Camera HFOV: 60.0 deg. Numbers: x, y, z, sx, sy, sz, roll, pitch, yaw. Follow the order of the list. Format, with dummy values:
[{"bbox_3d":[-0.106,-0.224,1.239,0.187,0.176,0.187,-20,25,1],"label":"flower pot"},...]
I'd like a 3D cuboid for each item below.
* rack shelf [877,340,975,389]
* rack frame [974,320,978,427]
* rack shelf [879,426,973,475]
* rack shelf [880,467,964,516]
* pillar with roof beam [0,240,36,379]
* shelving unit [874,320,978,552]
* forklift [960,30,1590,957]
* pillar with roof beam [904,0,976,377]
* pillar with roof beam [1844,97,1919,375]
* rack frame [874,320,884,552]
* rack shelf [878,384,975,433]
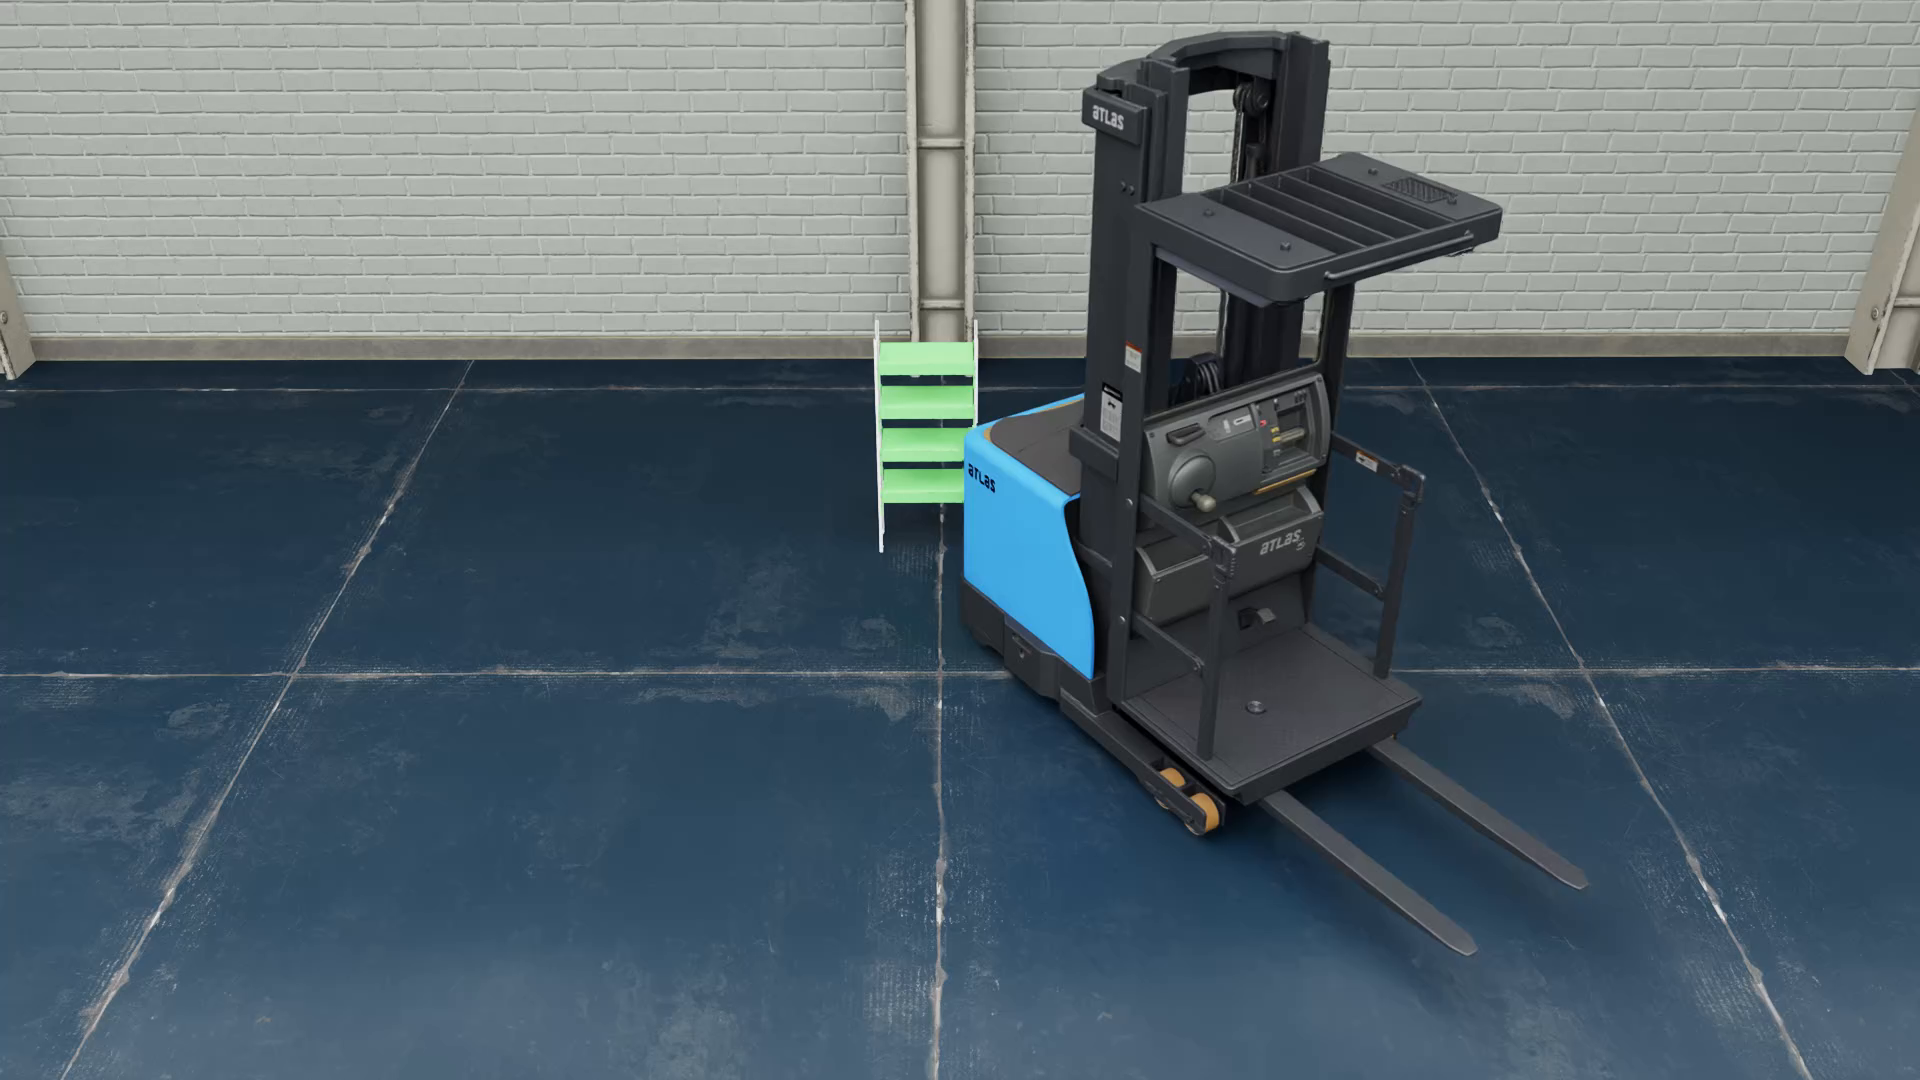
[{"bbox_3d":[-0.166,-0.868,8.222,0.480,0.148,0.258,0,31,0],"label":"rack shelf"},{"bbox_3d":[0.078,-0.513,8.439,0.015,1.200,0.240,0,31,0],"label":"rack frame"},{"bbox_3d":[-0.166,-0.458,8.471,0.480,0.148,0.258,0,31,0],"label":"rack shelf"},{"bbox_3d":[-0.166,-0.253,8.596,0.480,0.148,0.258,0,31,0],"label":"rack shelf"},{"bbox_3d":[-6.086,-2.699,4.524,0.400,9.000,9.100,0,31,0],"label":"pillar with roof beam"},{"bbox_3d":[-0.166,-0.512,8.438,0.503,1.200,0.258,0,31,0],"label":"shelving unit"},{"bbox_3d":[1.236,-0.337,6.480,1.130,2.935,3.031,-19,36,-28],"label":"forklift"},{"bbox_3d":[-0.086,-2.718,4.555,0.400,9.000,9.100,0,31,0],"label":"pillar with roof beam"},{"bbox_3d":[5.914,-2.737,4.586,0.400,9.000,9.100,0,31,0],"label":"pillar with roof beam"},{"bbox_3d":[-0.410,-0.512,8.437,0.015,1.200,0.240,0,31,0],"label":"rack frame"},{"bbox_3d":[-0.166,-0.663,8.347,0.480,0.148,0.258,0,31,0],"label":"rack shelf"}]
